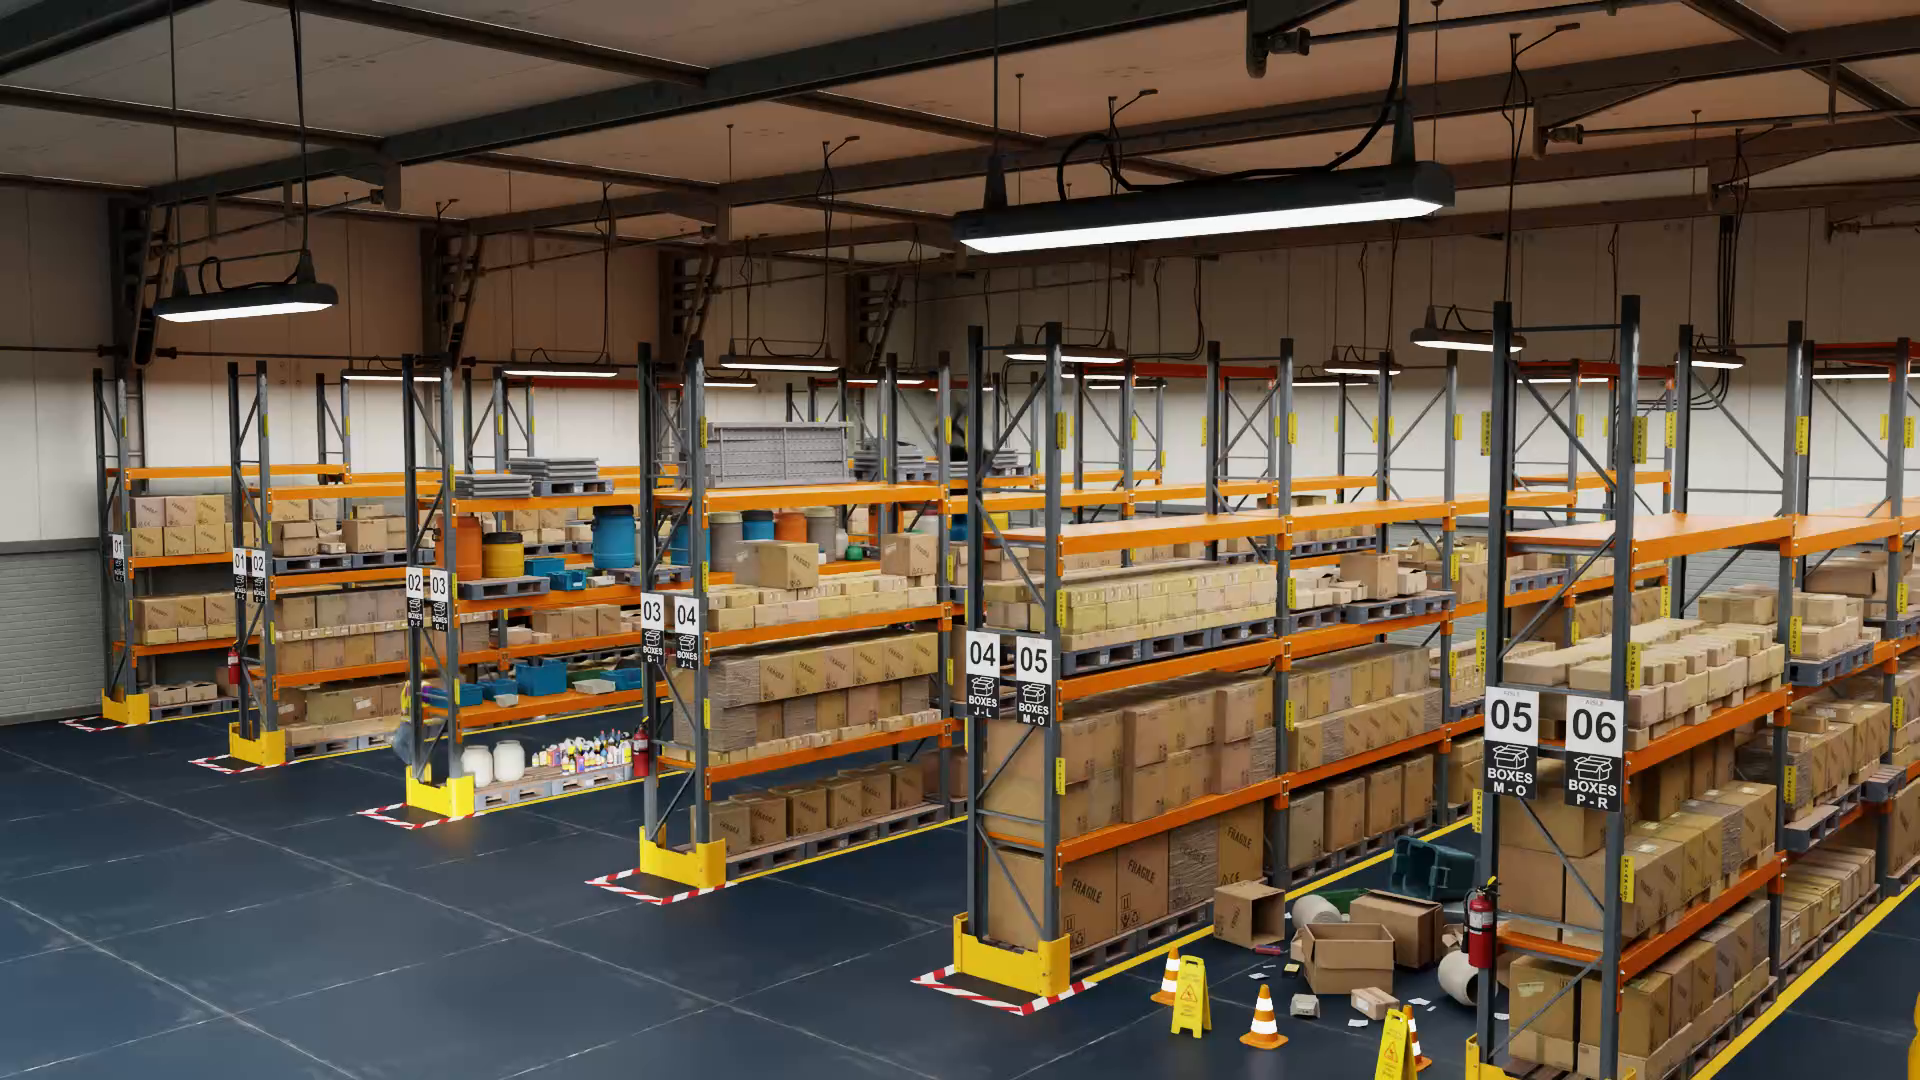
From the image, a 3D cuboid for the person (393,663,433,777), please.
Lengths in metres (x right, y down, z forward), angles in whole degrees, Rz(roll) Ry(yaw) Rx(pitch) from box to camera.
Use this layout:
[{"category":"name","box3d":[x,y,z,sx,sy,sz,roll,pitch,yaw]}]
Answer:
[{"category":"person","box3d":[-7.676,2.586,23.439,0.733,1.774,0.570,3,5,34]}]
